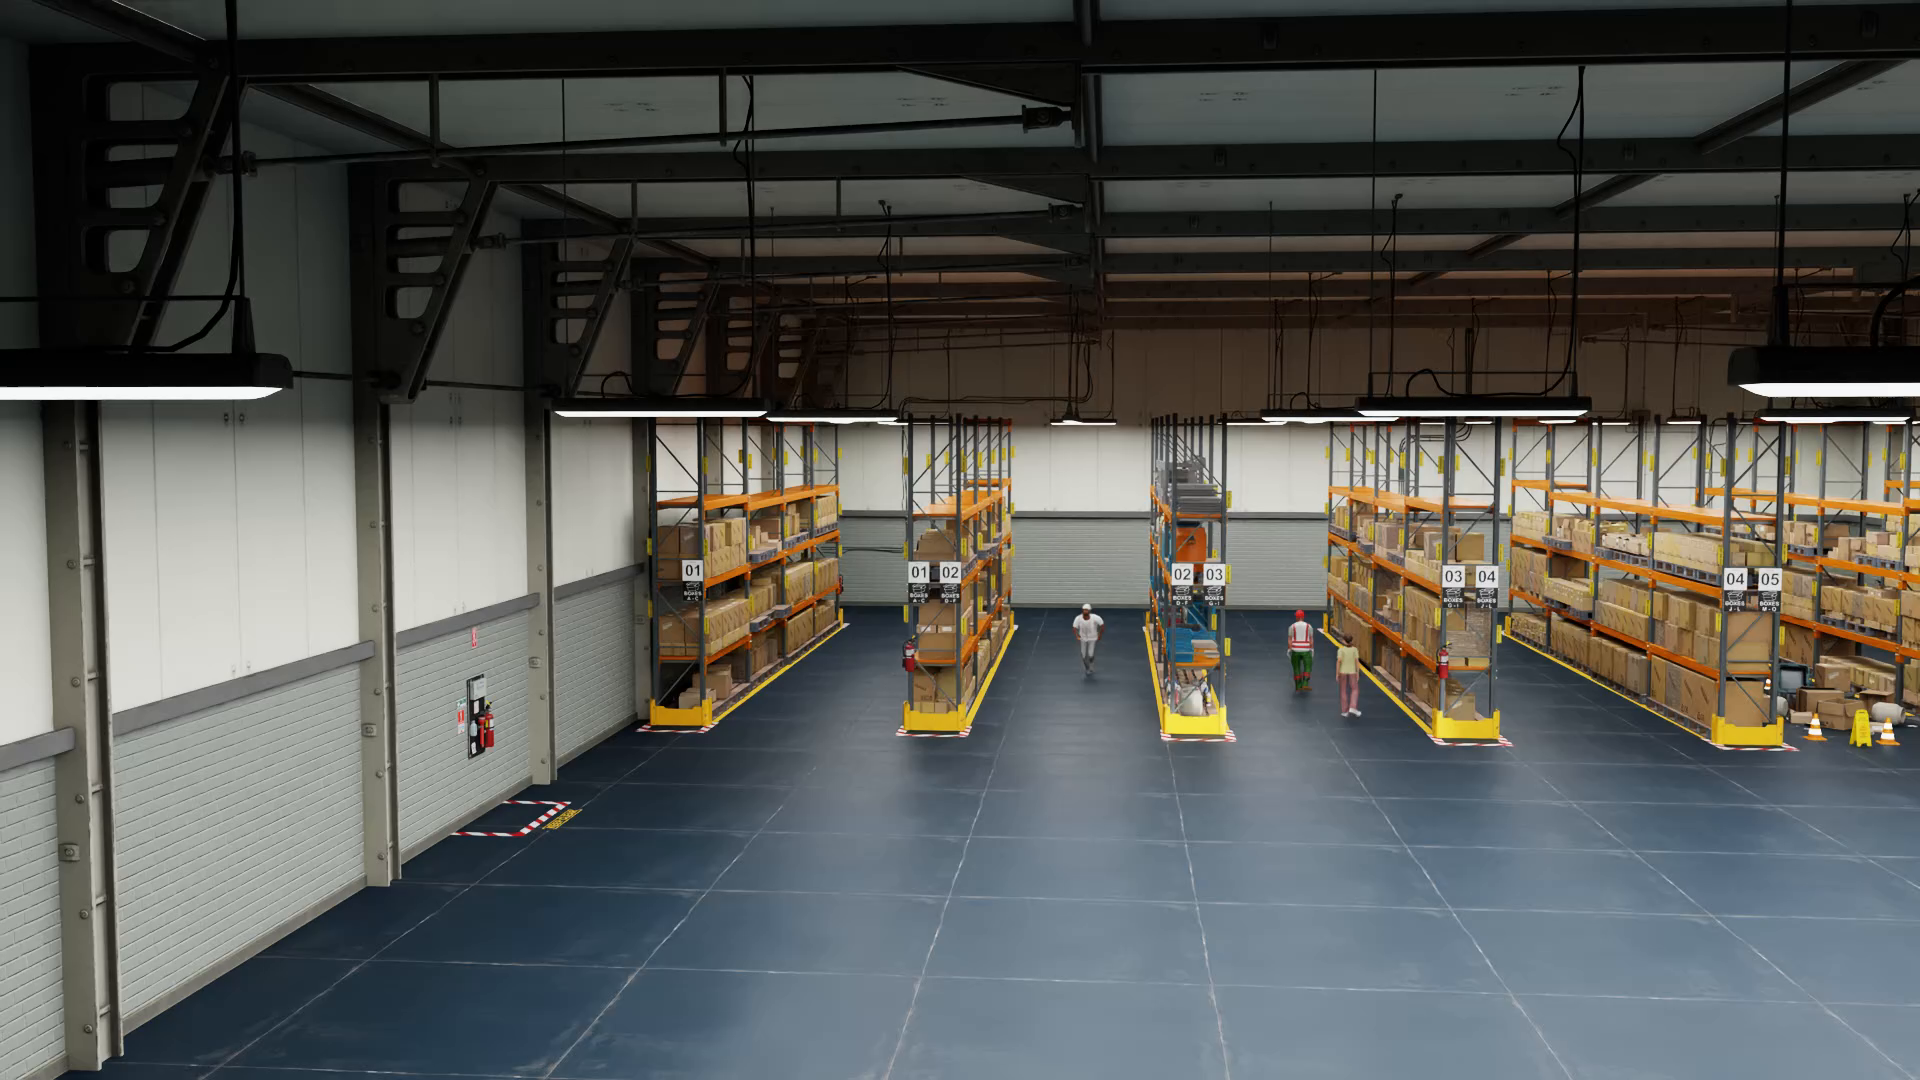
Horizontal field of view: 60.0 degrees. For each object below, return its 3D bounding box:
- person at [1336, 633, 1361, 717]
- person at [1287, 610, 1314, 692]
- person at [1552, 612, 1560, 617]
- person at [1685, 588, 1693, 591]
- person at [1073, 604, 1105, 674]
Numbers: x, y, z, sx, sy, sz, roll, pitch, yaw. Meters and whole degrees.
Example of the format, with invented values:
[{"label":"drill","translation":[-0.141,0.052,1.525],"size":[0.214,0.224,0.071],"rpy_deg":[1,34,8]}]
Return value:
[{"label":"person","translation":[7.696,2.677,32.963],"size":[0.487,1.668,0.534],"rpy_deg":[0,4,5]},{"label":"person","translation":[7.396,2.409,36.082],"size":[0.573,1.787,0.553],"rpy_deg":[1,4,8]},{"label":"person","translation":[17.971,1.580,49.158],"size":[0.545,1.674,1.036],"rpy_deg":[-3,5,-41]},{"label":"person","translation":[18.586,1.977,42.255],"size":[0.592,1.759,0.541],"rpy_deg":[-2,4,-26]},{"label":"person","translation":[2.985,2.296,38.501],"size":[0.750,1.675,0.678],"rpy_deg":[1,4,13]}]
